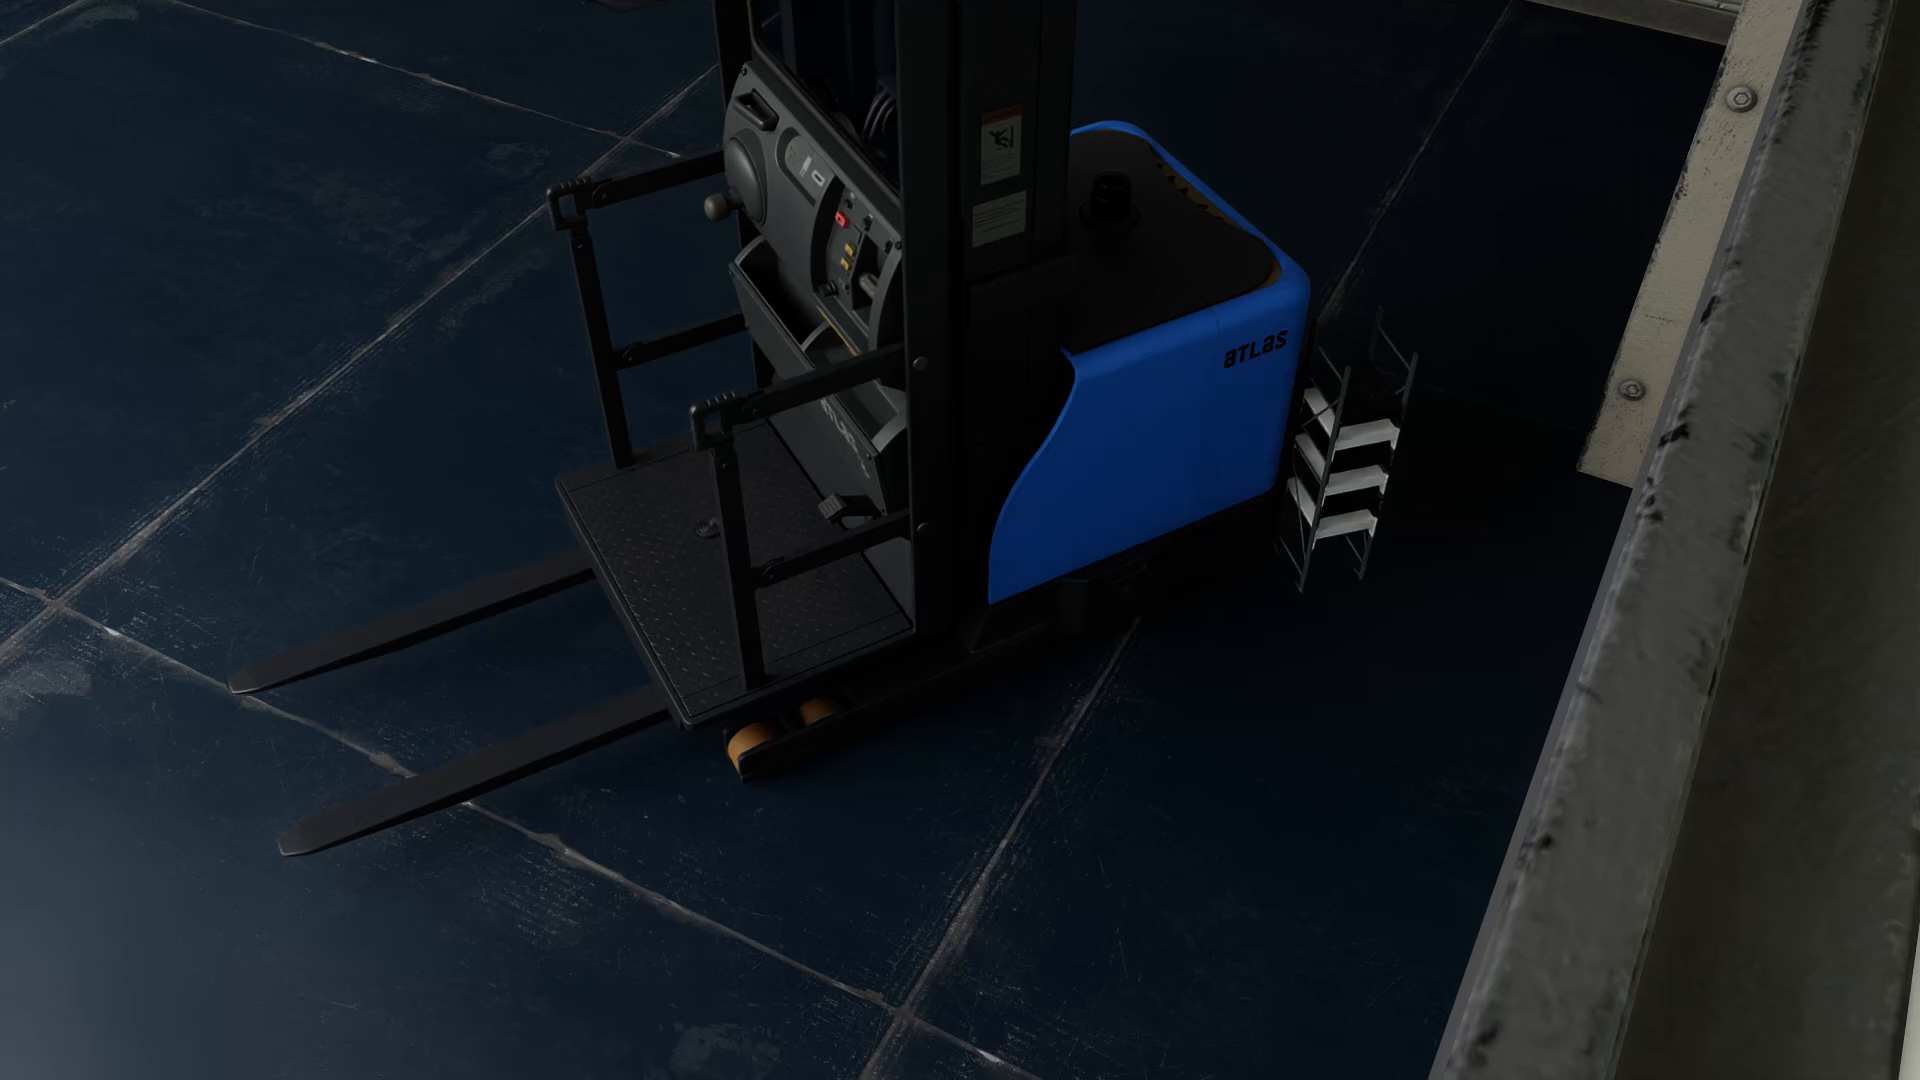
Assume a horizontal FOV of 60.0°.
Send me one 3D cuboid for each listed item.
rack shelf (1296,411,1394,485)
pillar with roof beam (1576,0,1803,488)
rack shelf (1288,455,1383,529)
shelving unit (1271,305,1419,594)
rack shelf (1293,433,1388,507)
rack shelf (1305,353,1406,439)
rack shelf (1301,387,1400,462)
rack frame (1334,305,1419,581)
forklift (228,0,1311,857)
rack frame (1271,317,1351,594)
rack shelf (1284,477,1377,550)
[{"bbox_3d":[1.131,-0.291,4.921,0.200,0.077,0.258,-11,46,-11],"label":"rack shelf"},{"bbox_3d":[-1.521,-4.895,3.856,9.100,9.000,0.400,20,49,19],"label":"pillar with roof beam"},{"bbox_3d":[1.131,-0.165,5.049,0.200,0.077,0.258,-11,46,-11],"label":"rack shelf"},{"bbox_3d":[1.131,-0.251,4.961,0.210,0.900,0.258,-11,46,-11],"label":"shelving unit"},{"bbox_3d":[1.131,-0.228,4.985,0.200,0.077,0.258,-11,46,-11],"label":"rack shelf"},{"bbox_3d":[1.131,-0.418,4.793,0.200,0.077,0.258,-11,46,-11],"label":"rack shelf"},{"bbox_3d":[1.131,-0.354,4.857,0.200,0.077,0.258,-11,46,-11],"label":"rack shelf"},{"bbox_3d":[1.229,-0.271,4.981,0.006,0.900,0.240,-11,46,-11],"label":"rack frame"},{"bbox_3d":[-0.557,-0.791,4.067,3.031,2.935,1.130,-21,49,-20],"label":"forklift"},{"bbox_3d":[1.034,-0.232,4.942,0.006,0.900,0.240,-11,46,-11],"label":"rack frame"},{"bbox_3d":[1.131,-0.101,5.113,0.200,0.077,0.258,-11,46,-11],"label":"rack shelf"}]
